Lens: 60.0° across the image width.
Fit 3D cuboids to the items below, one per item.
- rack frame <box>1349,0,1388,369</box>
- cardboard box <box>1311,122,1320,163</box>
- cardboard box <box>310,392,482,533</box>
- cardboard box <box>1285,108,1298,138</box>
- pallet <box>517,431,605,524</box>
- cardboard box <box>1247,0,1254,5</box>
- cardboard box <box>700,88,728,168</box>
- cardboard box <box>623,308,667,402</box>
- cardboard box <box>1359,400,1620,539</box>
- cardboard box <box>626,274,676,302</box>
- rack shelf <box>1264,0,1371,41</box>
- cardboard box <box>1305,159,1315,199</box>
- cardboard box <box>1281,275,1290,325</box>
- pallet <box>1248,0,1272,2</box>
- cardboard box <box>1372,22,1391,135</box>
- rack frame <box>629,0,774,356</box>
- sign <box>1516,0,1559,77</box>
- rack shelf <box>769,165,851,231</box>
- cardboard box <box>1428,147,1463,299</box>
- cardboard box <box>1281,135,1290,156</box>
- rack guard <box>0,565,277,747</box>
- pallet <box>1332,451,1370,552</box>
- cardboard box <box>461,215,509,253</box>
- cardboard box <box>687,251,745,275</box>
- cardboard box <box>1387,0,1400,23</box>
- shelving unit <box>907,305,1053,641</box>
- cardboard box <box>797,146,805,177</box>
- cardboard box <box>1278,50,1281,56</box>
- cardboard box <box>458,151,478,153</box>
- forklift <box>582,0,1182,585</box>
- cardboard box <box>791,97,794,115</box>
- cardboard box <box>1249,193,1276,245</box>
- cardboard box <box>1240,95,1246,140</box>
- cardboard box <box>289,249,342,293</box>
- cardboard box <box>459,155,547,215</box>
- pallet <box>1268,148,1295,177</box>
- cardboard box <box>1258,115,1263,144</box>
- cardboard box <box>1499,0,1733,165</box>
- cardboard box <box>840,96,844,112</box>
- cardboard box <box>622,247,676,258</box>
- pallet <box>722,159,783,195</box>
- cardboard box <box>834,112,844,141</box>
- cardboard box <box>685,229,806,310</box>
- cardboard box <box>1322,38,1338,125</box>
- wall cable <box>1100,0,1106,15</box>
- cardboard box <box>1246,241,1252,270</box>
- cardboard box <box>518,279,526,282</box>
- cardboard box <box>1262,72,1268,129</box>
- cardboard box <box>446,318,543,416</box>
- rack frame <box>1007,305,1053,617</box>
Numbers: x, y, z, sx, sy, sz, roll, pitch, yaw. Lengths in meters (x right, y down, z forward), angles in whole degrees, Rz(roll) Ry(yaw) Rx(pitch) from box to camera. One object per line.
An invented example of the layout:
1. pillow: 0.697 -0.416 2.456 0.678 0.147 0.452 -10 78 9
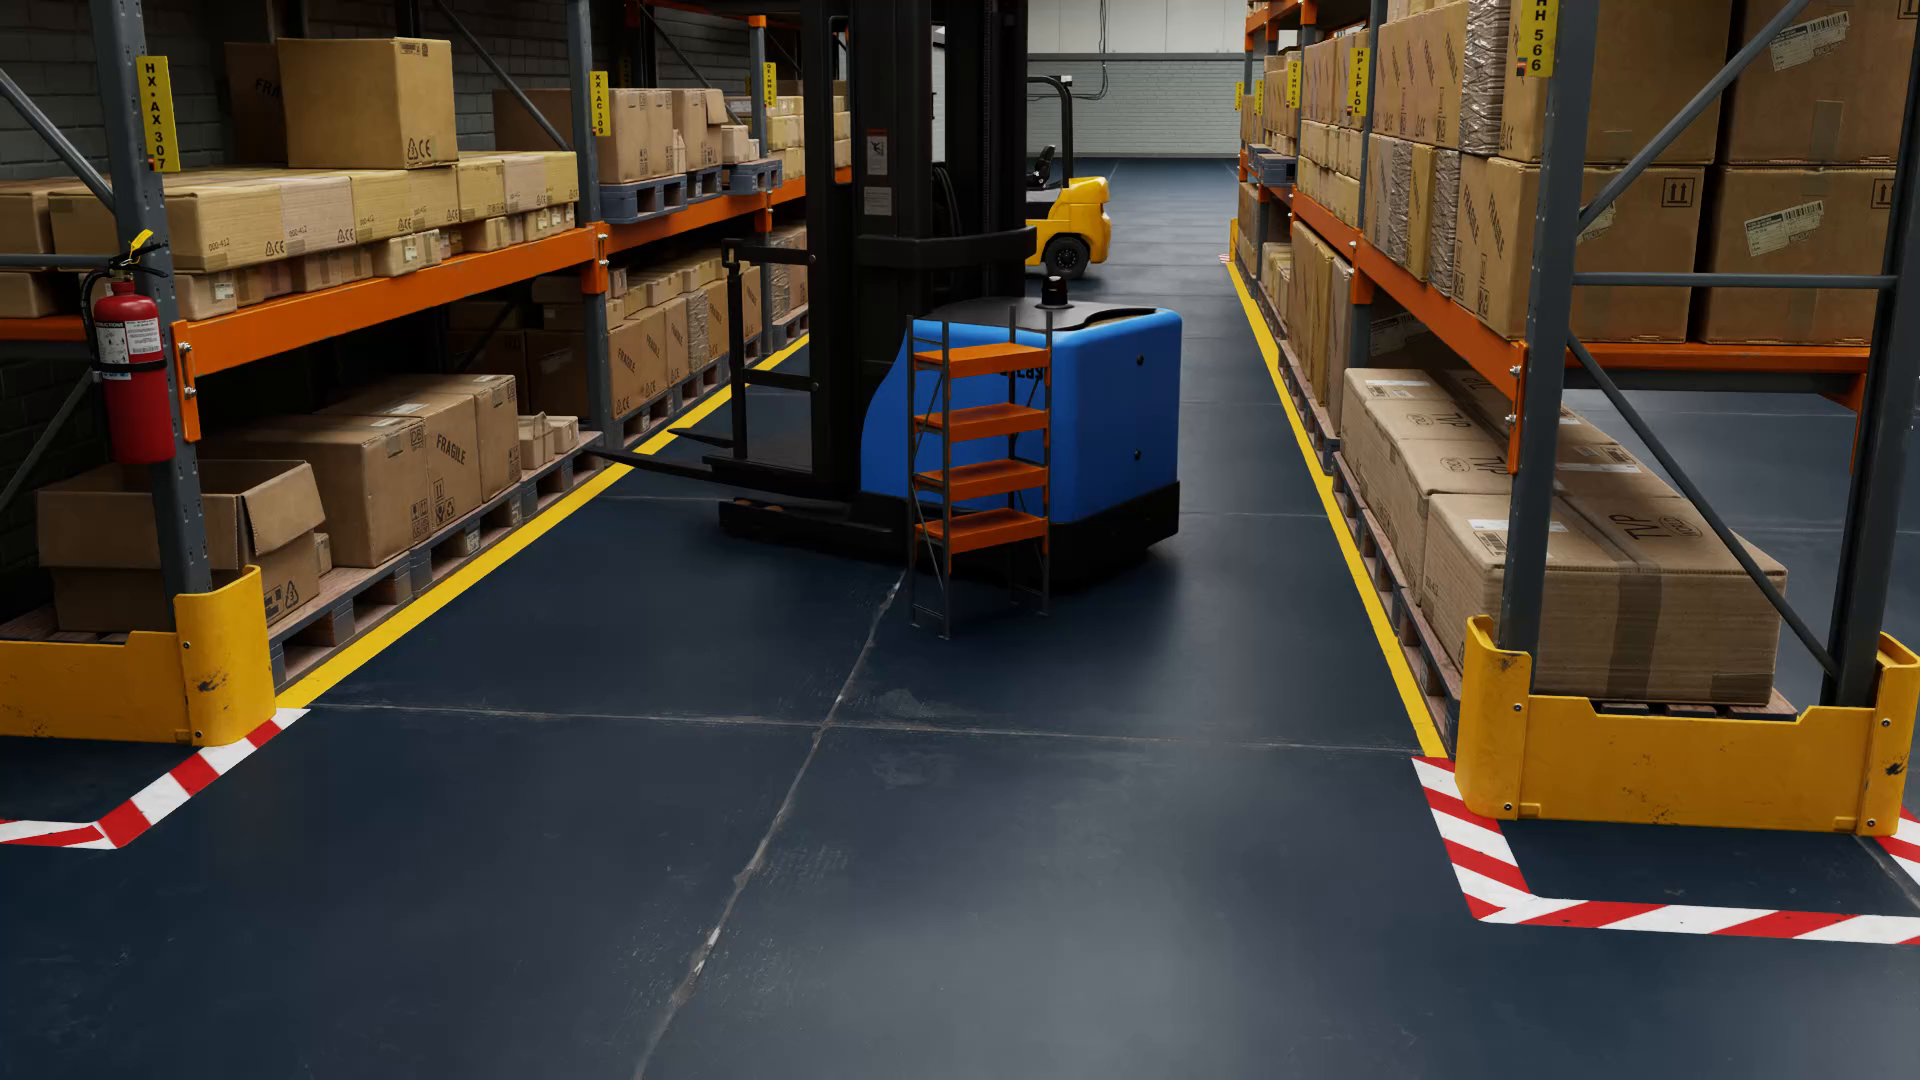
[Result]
1. rack frame: 2.511 -1.727 8.304 1.000 3.000 0.127 2 15 6
2. cardboard box: 2.532 -2.547 10.663 0.500 0.250 0.500 2 15 6
3. cardboard box: -2.415 -0.342 7.164 0.500 0.500 0.500 2 15 7
4. cardboard box: 2.737 -3.285 12.500 0.500 0.500 0.500 1 15 5
5. pallet: -2.500 -0.348 8.546 1.003 0.211 1.213 2 15 6
6. cardboard box: 3.544 -6.236 18.949 0.500 0.250 0.500 1 15 5
7. cardboard box: -1.970 -2.734 11.023 0.797 0.503 0.637 1 15 5
8. cardboard box: -2.093 -1.126 10.063 0.500 0.500 0.500 1 15 6
9. cardboard box: 2.233 -0.301 7.134 0.875 0.438 0.875 1 15 5
10. cardboard box: -2.031 -1.607 10.602 0.380 0.149 0.250 2 15 8
11. rack shelf: 3.188 -4.384 13.761 1.077 0.370 4.000 2 15 6
12. cardboard box: 2.617 -2.439 11.223 0.500 0.250 0.500 1 15 5
13. cardboard box: 3.036 -1.845 12.969 0.950 0.372 0.625 1 15 2
14. pallet: 3.238 -5.003 15.029 1.213 0.211 1.003 2 15 6
15. cardboard box: 2.217 -2.142 7.730 0.500 0.500 0.500 2 15 7
16. rack frame: -1.970 -2.910 12.677 1.000 3.000 0.127 2 15 6
17. sign: 1.522 -1.383 4.357 0.100 0.325 0.005 2 15 6
18. rack shelf: -1.744 -3.081 14.690 1.077 0.370 4.000 2 15 6
19. cardboard box: 1.971 -1.134 5.920 0.500 0.500 0.500 2 15 8
20. cardboard box: 2.708 -3.076 12.970 0.380 0.149 0.250 2 15 6
21. rack guard: -2.864 0.352 5.403 1.175 0.500 0.348 2 15 6
22. pallet: 2.347 -0.186 7.947 1.003 0.211 1.213 2 15 6
23. cardboard box: -2.277 -1.391 7.539 0.380 0.149 0.250 1 15 5
24. cardboard box: -1.774 -2.012 12.098 0.380 0.149 0.250 1 15 3
25. cardboard box: 2.218 -2.497 7.801 0.380 0.149 0.250 1 15 5
26. shelving unit: 0.076 -0.264 6.340 0.503 1.200 0.258 -11 19 -36
27. cardboard box: -1.564 -3.210 14.073 0.500 0.250 0.500 1 15 4
28. cardboard box: 4.024 -5.375 19.117 0.700 0.500 0.500 1 15 5
29. cardboard box: -2.746 -1.823 8.376 0.500 0.250 0.500 2 15 6
30. forklift: -0.511 -1.509 7.626 3.031 2.935 1.130 10 18 34
31. cardboard box: -1.593 -3.616 13.855 0.380 0.149 0.250 2 15 7
32. cardboard box: 3.269 -3.333 17.268 0.500 0.500 0.500 2 15 7
33. cardboard box: 3.536 -4.917 19.338 0.500 0.500 0.500 1 15 5
34. cardboard box: -2.496 -0.991 6.063 0.380 0.149 0.250 2 15 8
35. cardboard box: -2.278 -1.674 7.824 0.500 0.250 0.500 2 15 6
36. pallet: 3.145 -3.187 14.068 1.003 0.211 1.213 2 15 6
37. cardboard box: 3.217 -4.117 16.378 0.500 0.500 0.500 1 15 5
38. cardboard box: 1.877 -1.353 4.812 0.500 0.500 0.500 2 15 8
39. cardboard box: -1.337 -4.214 16.064 0.380 0.149 0.250 2 15 8
40. cardboard box: -2.339 -2.093 12.398 0.380 0.149 0.250 2 15 9
41. pallet: -1.977 -2.640 12.045 1.213 0.211 1.003 2 15 6
42. cardboard box: -1.371 -3.848 15.475 0.500 0.250 0.500 1 15 5
43. cardboard box: -1.820 -2.297 14.157 0.875 0.625 0.625 2 15 8
44. cardboard box: 2.483 -2.782 10.095 0.500 0.500 0.500 2 15 7
45. wall cable: 5.678 -17.092 49.906 3.097 2.526 0.112 2 15 6
46. cardboard box: 3.263 -2.977 17.389 0.500 0.250 0.500 1 15 5
47. cardboard box: -2.536 -1.554 10.406 0.380 0.149 0.250 2 15 8
48. cardboard box: 3.076 -4.084 15.452 0.500 0.500 0.500 2 15 8
49. cardboard box: -2.660 -1.005 9.615 0.500 0.500 0.500 2 15 6
50. rack frame: 0.270 -0.303 6.483 0.015 1.200 0.240 -11 19 -36
